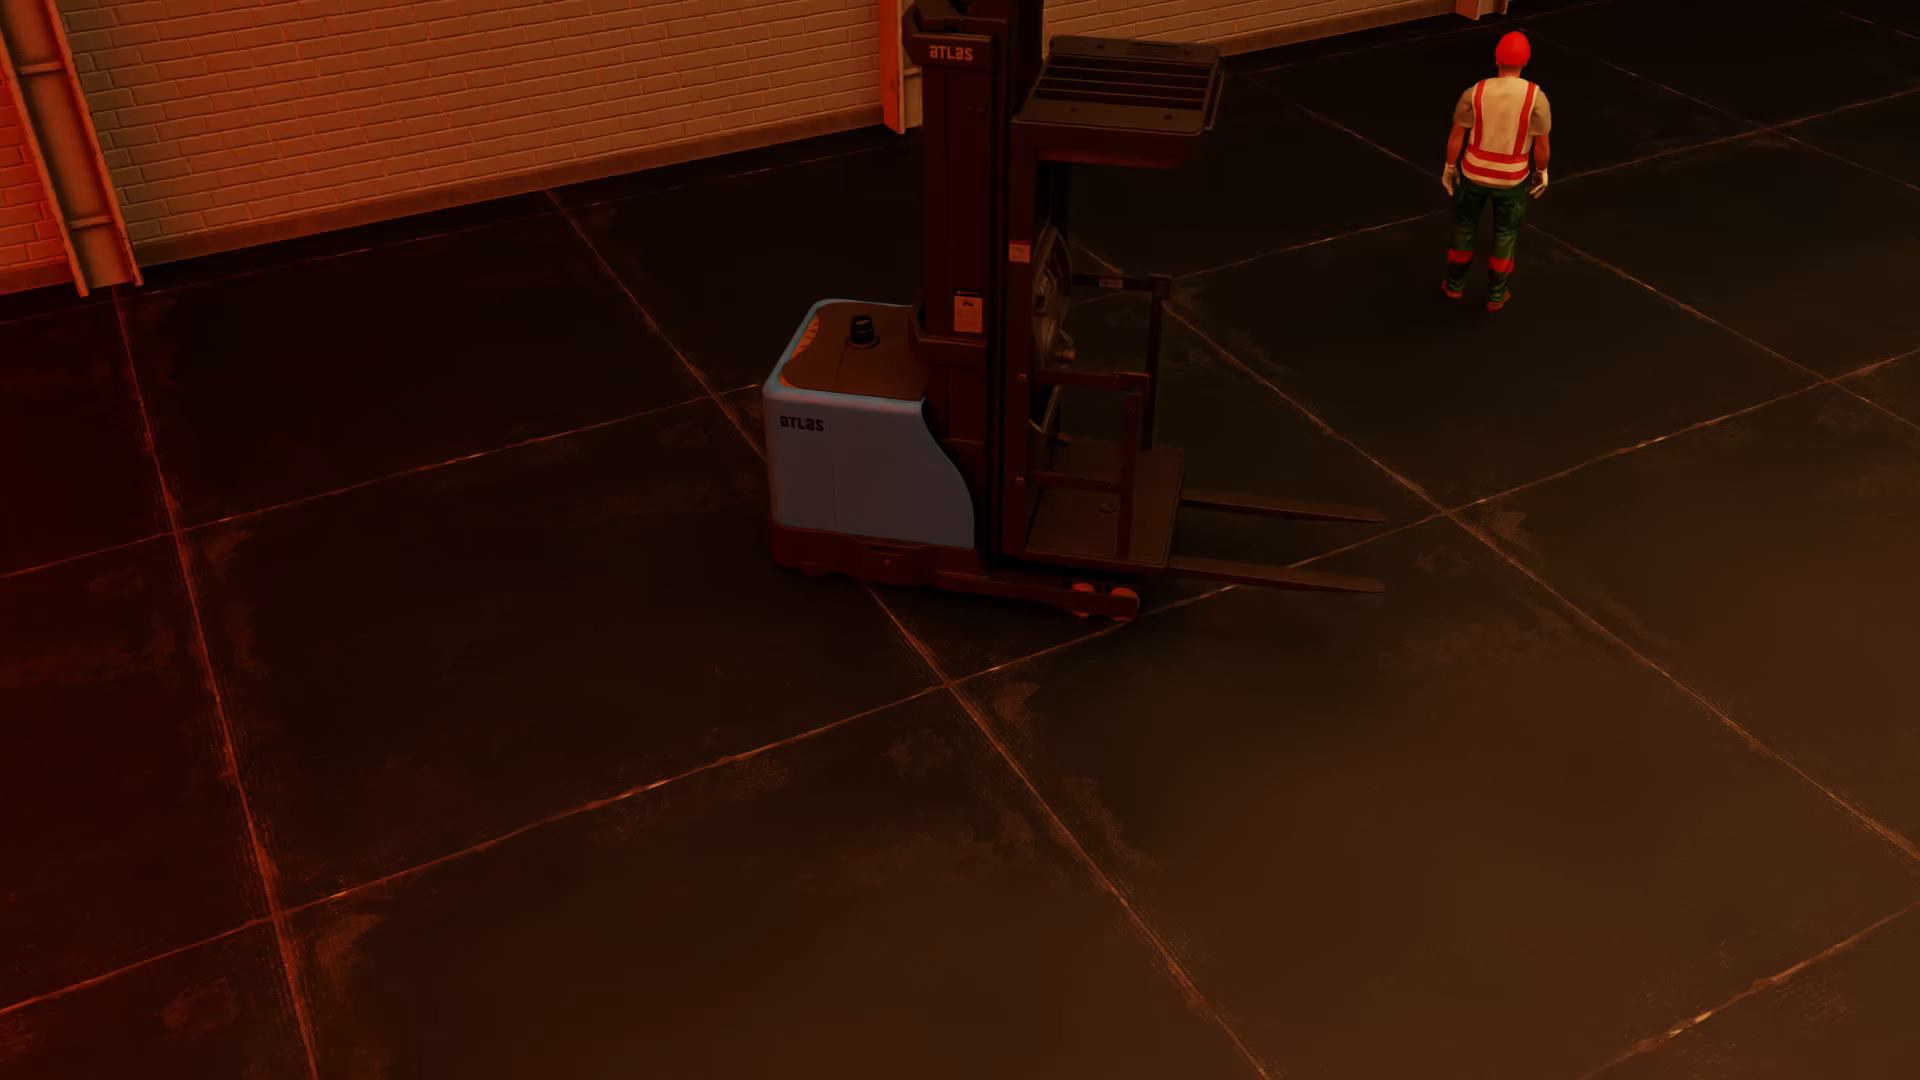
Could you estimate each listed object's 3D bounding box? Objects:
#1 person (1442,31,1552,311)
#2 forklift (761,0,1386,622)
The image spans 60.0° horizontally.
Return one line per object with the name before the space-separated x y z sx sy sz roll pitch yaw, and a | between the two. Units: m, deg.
person | 3.347 -2.296 10.379 0.632 1.806 0.489 14 38 19
forklift | 0.615 -1.135 7.728 3.031 2.935 1.130 7 36 10
